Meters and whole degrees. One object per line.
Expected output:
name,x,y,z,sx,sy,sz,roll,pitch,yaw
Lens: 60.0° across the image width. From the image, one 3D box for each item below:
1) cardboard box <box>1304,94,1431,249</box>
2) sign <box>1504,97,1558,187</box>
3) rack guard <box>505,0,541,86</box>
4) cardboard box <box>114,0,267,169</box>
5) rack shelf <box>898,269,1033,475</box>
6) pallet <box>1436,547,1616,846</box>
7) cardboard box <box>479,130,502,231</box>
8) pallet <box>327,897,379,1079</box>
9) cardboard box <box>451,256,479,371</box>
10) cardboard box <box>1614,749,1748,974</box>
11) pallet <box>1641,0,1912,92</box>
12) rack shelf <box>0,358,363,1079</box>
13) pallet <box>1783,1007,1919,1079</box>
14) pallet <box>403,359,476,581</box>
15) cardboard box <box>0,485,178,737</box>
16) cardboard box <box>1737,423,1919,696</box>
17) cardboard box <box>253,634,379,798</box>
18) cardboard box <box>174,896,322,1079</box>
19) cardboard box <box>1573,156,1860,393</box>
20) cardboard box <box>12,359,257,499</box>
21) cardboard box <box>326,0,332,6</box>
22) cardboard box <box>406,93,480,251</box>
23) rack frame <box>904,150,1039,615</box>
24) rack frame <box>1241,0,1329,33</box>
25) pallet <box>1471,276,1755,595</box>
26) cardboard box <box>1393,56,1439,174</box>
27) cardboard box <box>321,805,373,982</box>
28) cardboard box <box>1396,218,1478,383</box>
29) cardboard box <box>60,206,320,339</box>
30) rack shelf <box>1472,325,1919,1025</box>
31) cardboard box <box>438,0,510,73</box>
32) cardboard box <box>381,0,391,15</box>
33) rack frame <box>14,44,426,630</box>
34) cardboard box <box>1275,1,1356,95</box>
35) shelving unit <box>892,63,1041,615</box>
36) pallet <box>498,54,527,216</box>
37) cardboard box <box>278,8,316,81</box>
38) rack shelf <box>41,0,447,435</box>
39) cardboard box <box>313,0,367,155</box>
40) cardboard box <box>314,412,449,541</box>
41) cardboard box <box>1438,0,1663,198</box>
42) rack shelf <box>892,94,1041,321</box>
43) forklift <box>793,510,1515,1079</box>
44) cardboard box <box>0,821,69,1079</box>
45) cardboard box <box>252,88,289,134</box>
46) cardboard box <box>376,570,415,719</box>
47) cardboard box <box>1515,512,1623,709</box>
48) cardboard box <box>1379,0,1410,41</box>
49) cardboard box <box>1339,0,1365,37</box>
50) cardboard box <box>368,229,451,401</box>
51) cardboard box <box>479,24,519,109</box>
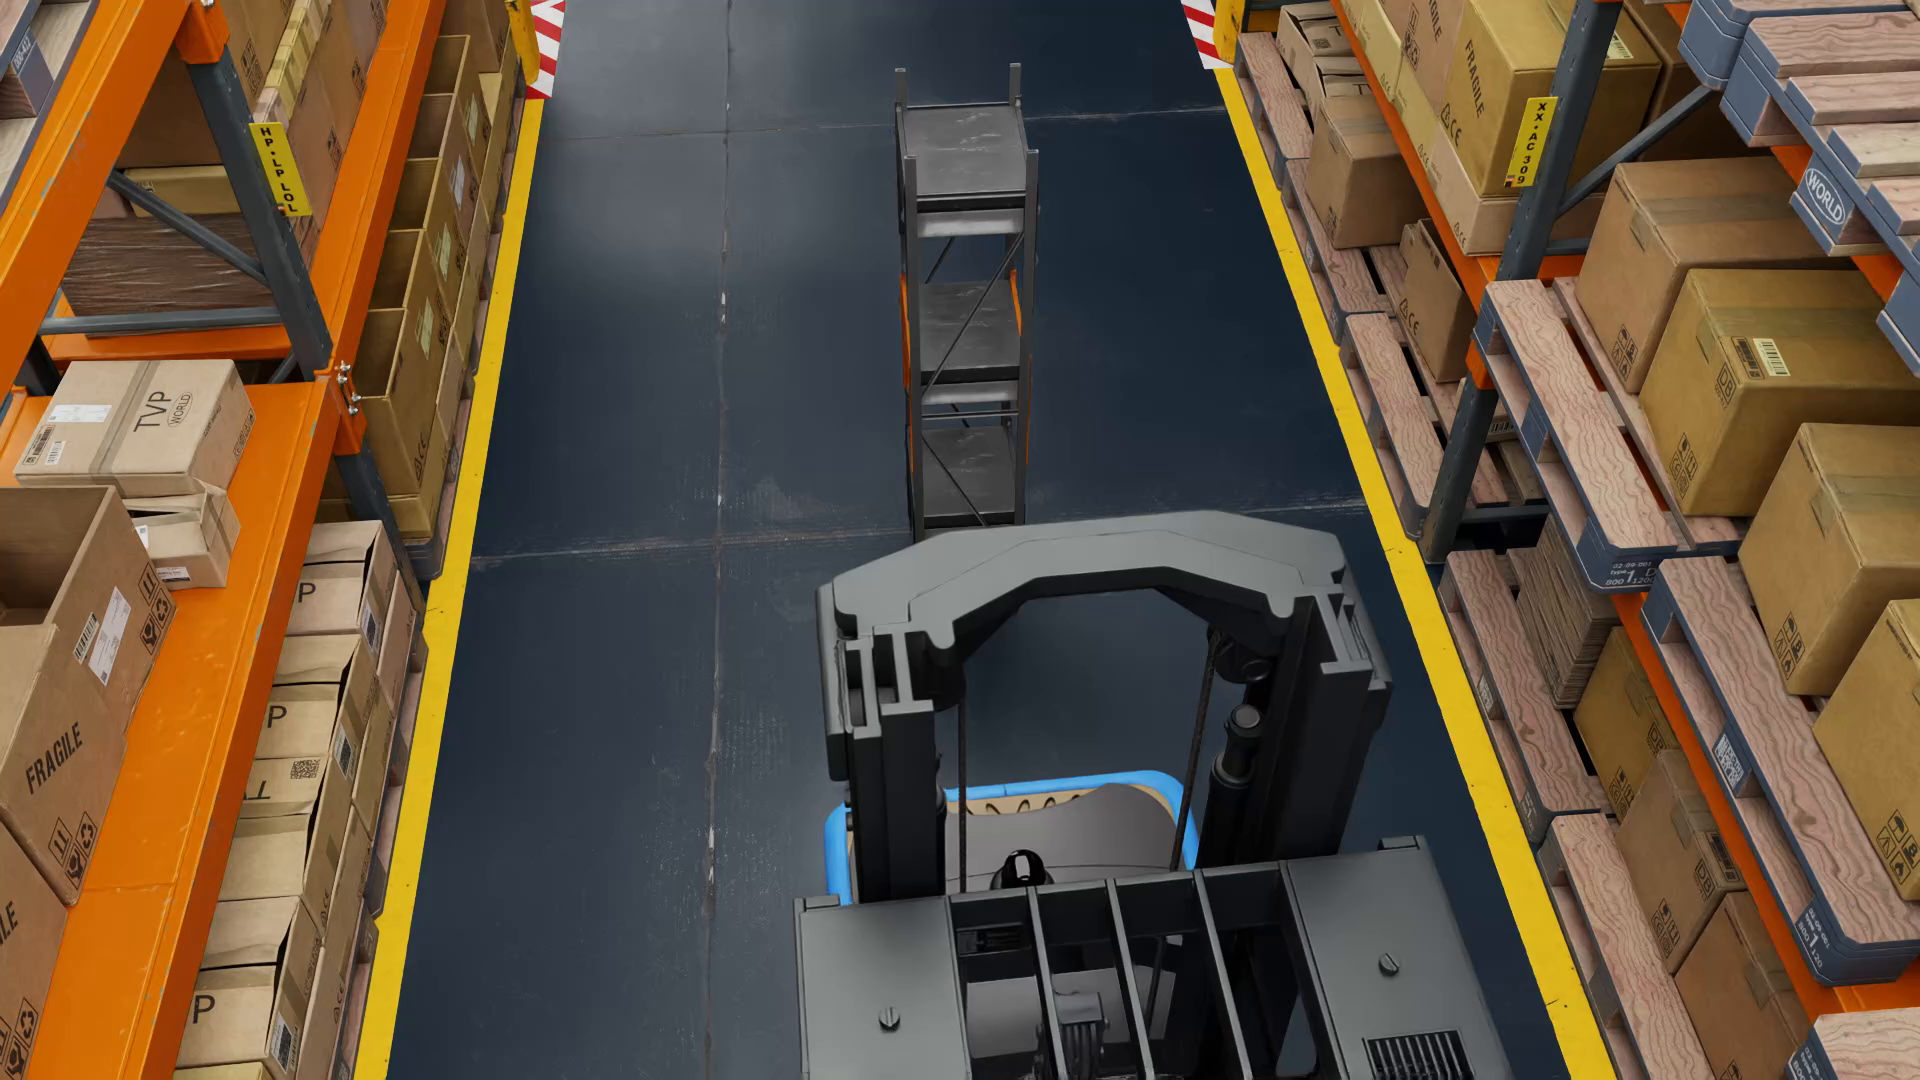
cardboard box,2.048,-1.736,7.746,0.700,0.500,0.500,-6,47,-6
sign,1.815,-1.261,5.282,0.100,0.325,0.005,-3,47,-3
rack guard,-2.917,-2.750,9.010,1.175,0.500,0.348,-3,47,-3
cardboard box,-2.624,-1.499,5.142,0.700,0.500,0.500,-3,47,-3
rack shelf,0.014,-0.593,5.884,0.431,0.518,0.480,-3,47,-3
pallet,2.422,0.520,6.112,1.003,0.211,1.213,-3,47,-3
cardboard box,-2.479,-1.699,7.897,0.500,0.250,0.500,-3,47,-3
pallet,-2.375,1.676,5.017,1.003,0.211,1.213,-3,47,-3
cardboard box,-2.391,-0.975,7.212,0.500,0.250,0.500,-3,47,-3
cardboard box,2.529,0.980,5.174,0.700,0.500,0.500,-3,47,-3
pallet,2.301,-1.516,4.183,1.213,0.211,1.003,-3,47,-3
rack shelf,-2.413,0.996,4.236,1.077,0.370,4.000,-3,47,-3
pallet,2.524,1.449,3.444,1.213,0.211,1.003,-3,47,-3
pallet,-2.605,-0.317,6.905,1.003,0.211,1.213,-3,47,-3
cardboard box,-2.488,0.205,4.421,0.500,0.500,0.500,0,47,0
cardboard box,2.490,0.062,4.254,0.700,0.500,0.500,2,47,2
cardboard box,-2.211,0.562,5.371,0.500,0.311,0.500,-2,47,-2
cardboard box,-2.133,1.287,4.684,0.500,0.311,0.500,-4,47,-4
cardboard box,2.364,-0.818,5.086,0.700,0.500,0.500,-3,47,-3
cardboard box,-2.496,-0.293,5.065,0.500,0.250,0.500,-1,47,-1
cardboard box,-2.522,-2.094,6.152,0.380,0.149,0.250,-5,47,-4
cardboard box,-2.435,-1.595,7.283,0.500,0.500,0.500,-3,47,-3
rack frame,0.034,-0.426,5.707,0.400,2.100,0.015,-3,47,-3
rack frame,2.021,-3.896,8.374,1.000,3.000,0.127,-3,47,-3
pallet,2.274,-0.374,5.171,1.003,0.211,1.213,-3,47,-3
cardboard box,1.980,-1.643,6.329,0.500,0.250,0.500,-3,47,-3
cardboard box,-2.173,1.121,5.227,0.500,0.250,0.500,-3,47,-2
cardboard box,2.229,-1.042,7.090,0.500,0.500,0.500,-7,47,-6
cardboard box,-2.624,-1.053,5.613,0.700,0.500,0.500,-5,47,-4
rack shelf,2.523,0.692,4.524,1.077,0.370,4.000,-3,47,-3
cardboard box,-2.574,-2.679,8.310,0.500,0.500,0.500,-3,47,-3
cardboard box,-2.805,-2.549,7.029,0.700,0.500,0.500,-3,47,-3
rack frame,-2.581,-0.698,5.345,1.000,3.000,0.127,-3,47,-3
cardboard box,1.989,-2.617,8.711,0.500,0.311,0.500,-8,47,-8
shelving unit,0.014,-0.602,5.874,0.431,2.100,0.503,-3,47,-3
pallet,-2.810,-2.083,8.577,1.003,0.211,1.213,-3,47,-3
cardboard box,-2.478,-1.720,5.797,0.380,0.149,0.250,-4,47,-4
rack shelf,-2.748,-1.898,6.977,1.077,0.370,4.000,-3,47,-3
cardboard box,-2.713,-1.798,6.318,0.700,0.500,0.500,-3,47,-3
cardboard box,-2.317,-0.251,6.527,0.500,0.250,0.500,-3,47,-3
cardboard box,2.008,-1.539,5.714,0.500,0.500,0.500,-4,47,-3
rack shelf,0.014,-1.074,5.376,0.431,0.518,0.480,-3,47,-3
forklift,0.295,1.475,3.334,1.130,2.935,3.031,-5,47,-5
cardboard box,-2.402,0.948,3.717,0.500,0.500,0.500,-6,47,-5
cardboard box,-2.431,-1.344,5.441,0.380,0.149,0.250,-3,47,-3
cardboard box,-2.257,0.385,5.924,0.500,0.250,0.500,-4,47,-4
cardboard box,2.434,0.238,5.878,0.700,0.500,0.500,-2,47,-2
cardboard box,1.929,-2.264,6.402,0.500,0.500,0.500,-5,47,-4
cardboard box,1.879,-2.370,7.018,0.500,0.250,0.500,-3,47,-3
cardboard box,-2.357,-0.871,6.597,0.500,0.500,0.500,-3,47,-3
cardboard box,-2.576,-2.421,8.582,0.500,0.250,0.500,-3,47,-3
